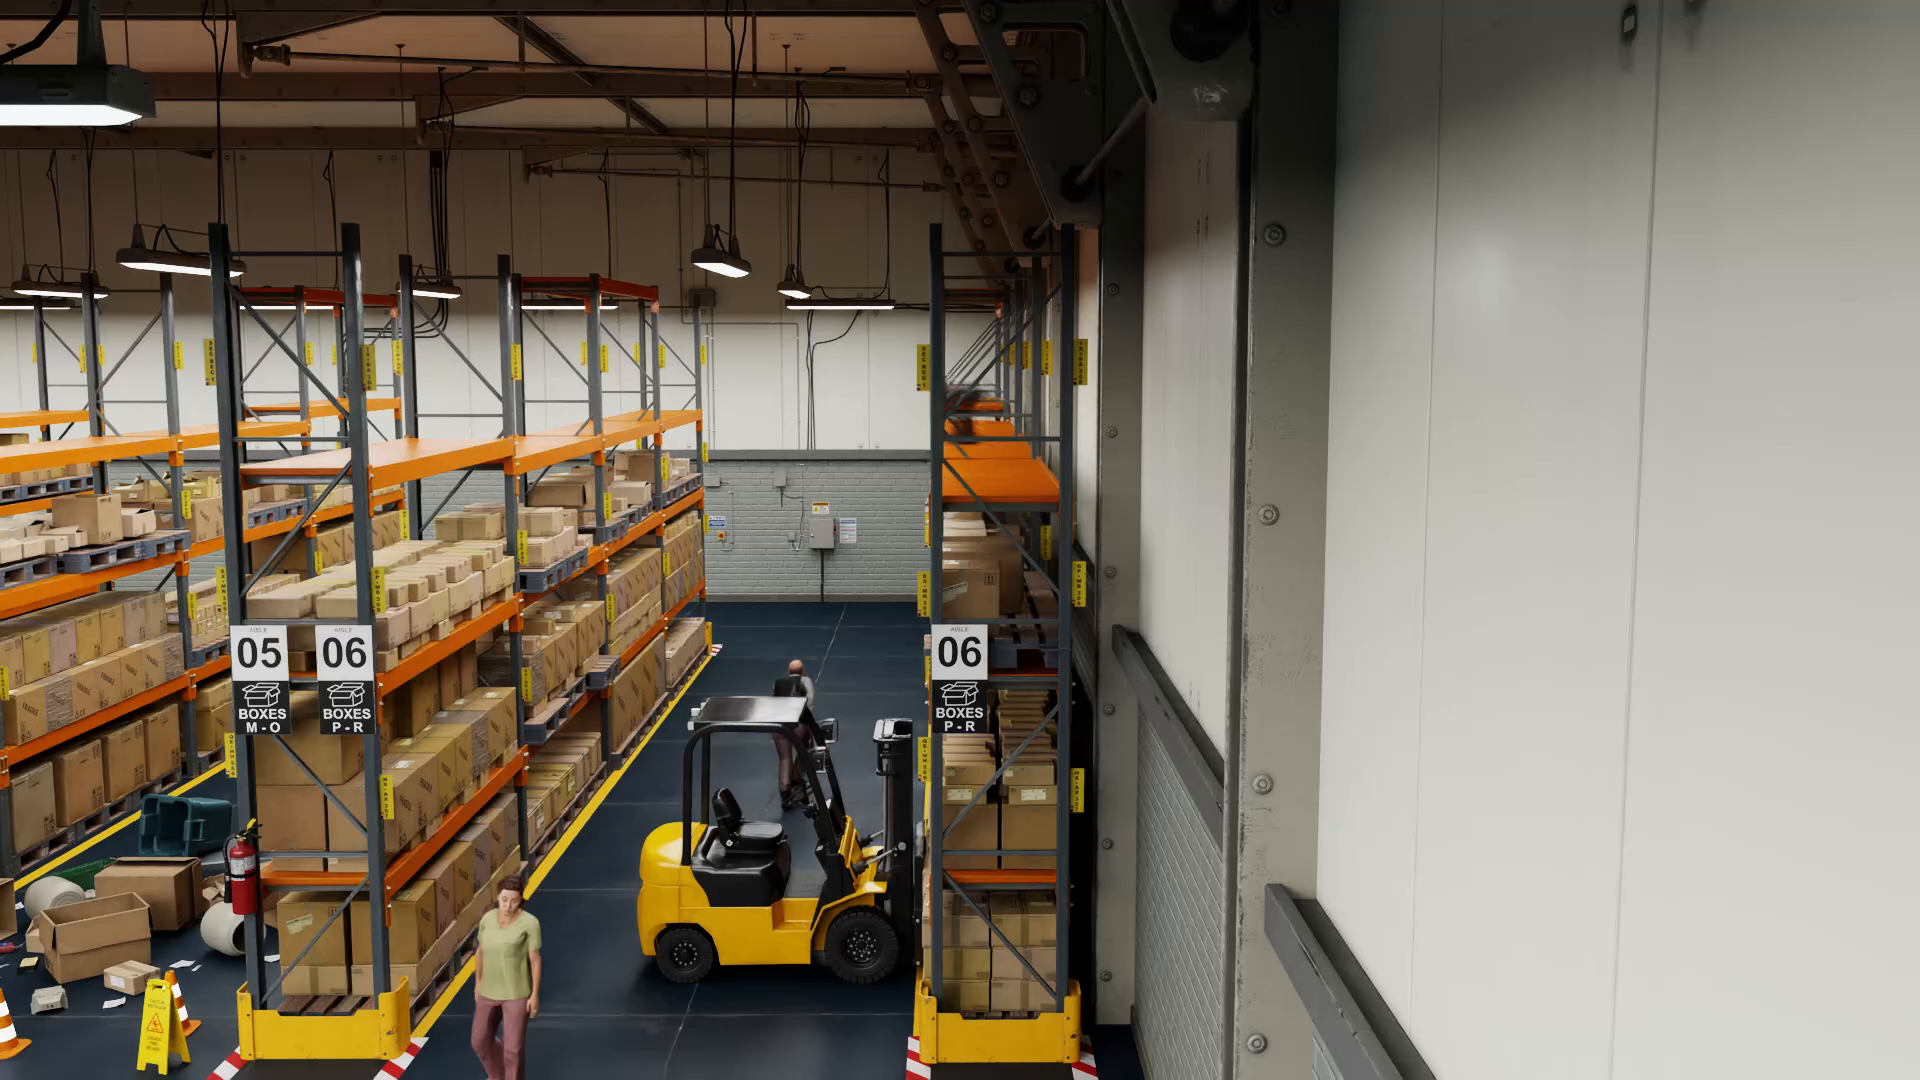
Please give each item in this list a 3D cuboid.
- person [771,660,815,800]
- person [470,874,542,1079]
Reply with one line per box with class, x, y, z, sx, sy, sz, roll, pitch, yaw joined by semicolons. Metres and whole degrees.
person;-1.963;2.209;19.107;0.640;1.522;1.139;1;7;10
person;-3.082;3.039;11.247;0.577;1.656;0.439;1;7;12
